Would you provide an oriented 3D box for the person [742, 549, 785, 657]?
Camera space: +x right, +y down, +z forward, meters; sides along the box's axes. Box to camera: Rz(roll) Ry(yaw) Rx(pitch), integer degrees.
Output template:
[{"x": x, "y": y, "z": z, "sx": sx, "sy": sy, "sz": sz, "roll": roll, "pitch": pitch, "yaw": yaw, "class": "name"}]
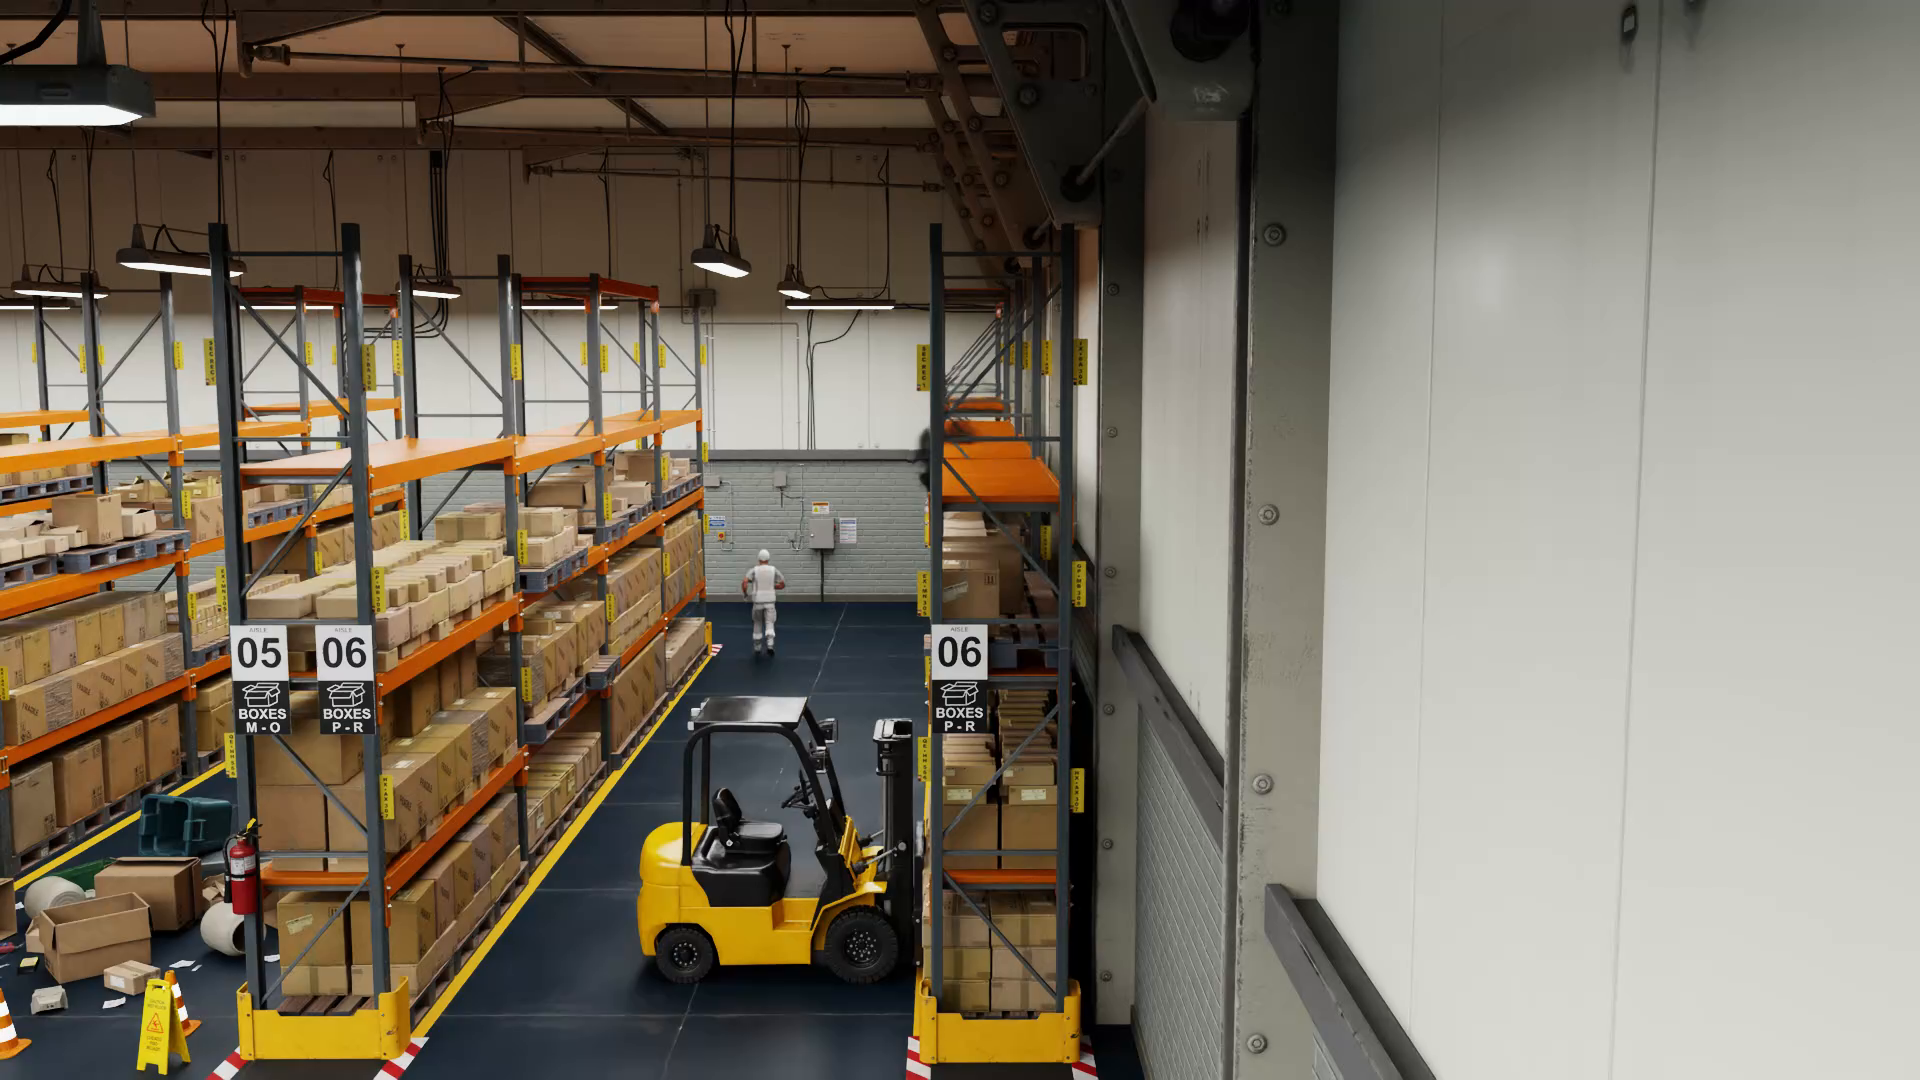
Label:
[{"x": -3.243, "y": 1.050, "z": 27.483, "sx": 0.712, "sy": 1.795, "sz": 0.968, "roll": -1, "pitch": 7, "yaw": -7, "class": "person"}]
